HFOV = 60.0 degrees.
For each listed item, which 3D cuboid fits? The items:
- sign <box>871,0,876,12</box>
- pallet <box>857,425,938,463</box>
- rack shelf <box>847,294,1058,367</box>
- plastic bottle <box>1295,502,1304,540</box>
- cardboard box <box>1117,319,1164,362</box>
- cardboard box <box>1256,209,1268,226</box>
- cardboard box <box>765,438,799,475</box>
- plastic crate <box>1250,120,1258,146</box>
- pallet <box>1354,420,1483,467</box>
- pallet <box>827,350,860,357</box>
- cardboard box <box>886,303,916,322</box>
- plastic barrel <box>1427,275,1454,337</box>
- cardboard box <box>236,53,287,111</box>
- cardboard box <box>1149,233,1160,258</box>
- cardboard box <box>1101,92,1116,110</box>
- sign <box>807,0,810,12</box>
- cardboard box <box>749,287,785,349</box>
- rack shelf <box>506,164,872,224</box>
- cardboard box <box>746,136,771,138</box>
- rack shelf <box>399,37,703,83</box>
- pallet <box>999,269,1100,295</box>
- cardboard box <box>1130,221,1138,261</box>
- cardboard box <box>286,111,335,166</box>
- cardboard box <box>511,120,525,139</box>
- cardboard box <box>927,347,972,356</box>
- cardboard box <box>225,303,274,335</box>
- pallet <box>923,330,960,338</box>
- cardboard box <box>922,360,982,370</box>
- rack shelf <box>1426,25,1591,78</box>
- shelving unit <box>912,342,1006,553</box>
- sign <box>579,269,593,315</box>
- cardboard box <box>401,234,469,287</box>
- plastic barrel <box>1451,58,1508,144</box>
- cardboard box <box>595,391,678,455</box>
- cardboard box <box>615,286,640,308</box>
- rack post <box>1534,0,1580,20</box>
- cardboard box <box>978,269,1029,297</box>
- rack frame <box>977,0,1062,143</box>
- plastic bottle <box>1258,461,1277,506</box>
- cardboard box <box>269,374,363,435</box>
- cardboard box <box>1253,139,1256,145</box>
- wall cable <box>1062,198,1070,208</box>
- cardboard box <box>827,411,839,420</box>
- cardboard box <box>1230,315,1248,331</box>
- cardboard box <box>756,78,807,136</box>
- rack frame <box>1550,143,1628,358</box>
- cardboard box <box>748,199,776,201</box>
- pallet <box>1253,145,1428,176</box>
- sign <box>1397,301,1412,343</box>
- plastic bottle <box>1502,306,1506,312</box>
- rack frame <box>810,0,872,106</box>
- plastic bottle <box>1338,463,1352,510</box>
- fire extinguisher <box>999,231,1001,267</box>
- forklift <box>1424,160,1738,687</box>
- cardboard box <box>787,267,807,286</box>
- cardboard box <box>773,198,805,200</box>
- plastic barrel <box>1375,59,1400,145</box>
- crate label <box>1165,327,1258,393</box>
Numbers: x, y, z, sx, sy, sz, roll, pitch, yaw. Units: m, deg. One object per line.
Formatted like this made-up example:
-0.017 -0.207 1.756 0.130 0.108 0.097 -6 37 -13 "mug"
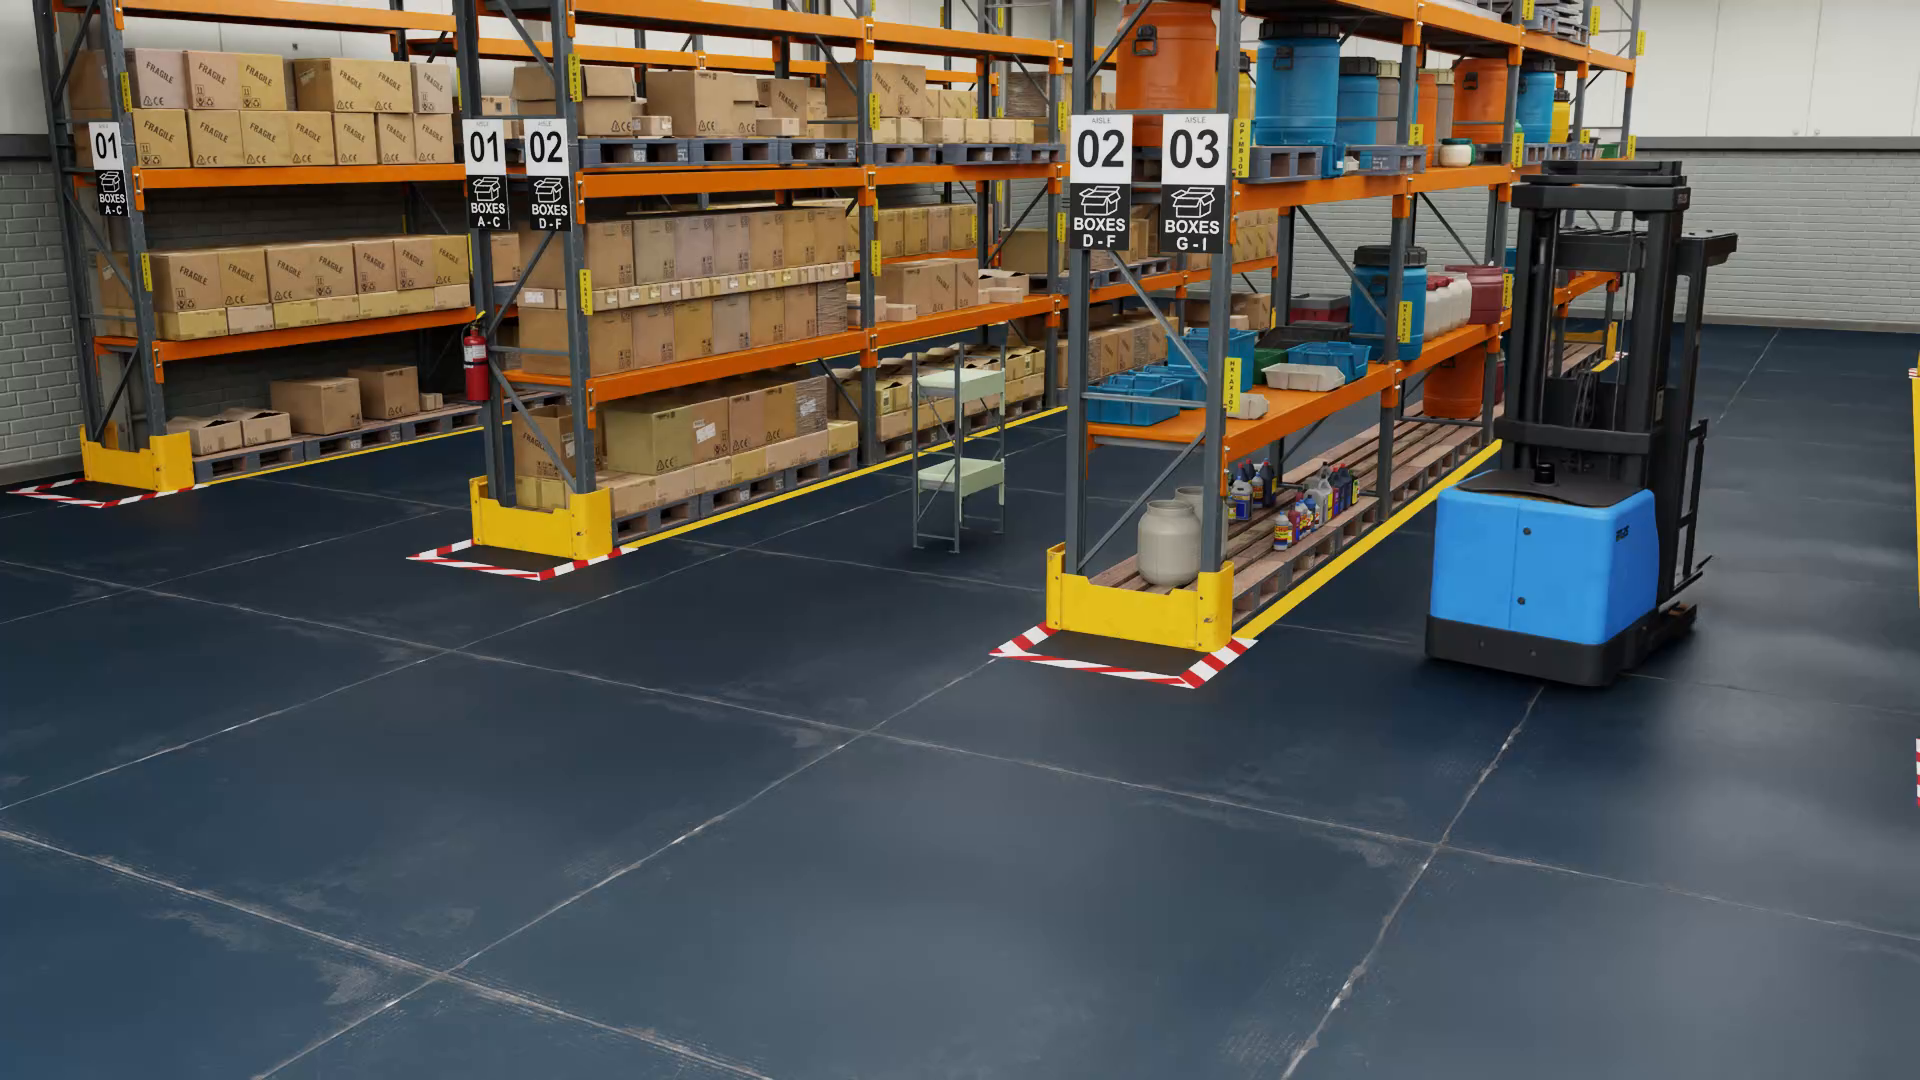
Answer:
-1.259 -7.780 23.941 0.100 0.325 0.005 7 15 28 "sign"
-0.947 -1.028 16.847 1.003 0.211 1.213 7 15 28 "pallet"
-0.302 -2.289 17.662 1.077 0.370 4.000 7 15 28 "rack shelf"
2.446 -0.140 12.097 0.097 0.271 0.097 0 14 0 "plastic bottle"
2.364 -2.634 21.953 0.500 0.500 0.500 7 15 28 "cardboard box"
4.314 -4.998 25.020 0.500 0.500 0.500 8 16 30 "cardboard box"
-1.781 -0.770 14.798 0.500 0.250 0.500 7 15 28 "cardboard box"
1.790 -2.721 11.555 0.392 0.384 0.575 7 15 28 "plastic crate"
4.590 -0.977 16.634 1.003 0.211 1.213 7 15 28 "pallet"
-2.047 -2.907 24.643 1.003 0.211 1.213 7 15 28 "pallet"
-0.662 -2.265 16.563 0.380 0.149 0.250 7 15 28 "cardboard box"
4.283 -2.143 15.232 0.433 0.535 0.433 0 14 0 "plastic barrel"
-6.618 -4.226 15.371 0.500 0.500 0.500 8 16 30 "cardboard box"
2.615 -4.050 23.218 0.500 0.500 0.500 8 16 29 "cardboard box"
1.648 -5.260 20.729 0.600 0.600 0.600 7 15 26 "cardboard box"
-2.214 -7.945 24.459 0.100 0.325 0.005 7 15 28 "sign"
-1.974 -1.973 14.606 0.700 0.500 0.500 8 16 29 "cardboard box"
-2.236 -2.926 13.906 1.077 0.370 4.000 7 15 28 "rack shelf"
-3.001 -5.663 22.569 0.700 0.500 0.500 8 16 31 "cardboard box"
-4.641 -5.571 19.330 1.077 0.370 4.000 7 15 28 "rack shelf"
0.931 -3.102 19.912 1.213 0.211 1.003 7 15 28 "pallet"
1.896 -3.902 21.709 0.700 0.500 0.500 10 17 37 "cardboard box"
-6.382 -3.850 15.948 0.500 0.500 0.500 8 16 31 "cardboard box"
-4.975 -4.637 18.762 0.500 0.311 0.500 8 16 30 "cardboard box"
-0.092 -2.006 18.728 0.500 0.311 0.500 7 15 27 "cardboard box"
-6.789 -2.077 15.526 0.500 0.250 0.500 7 15 26 "cardboard box"
-0.715 -3.473 26.988 1.003 0.211 1.213 7 15 28 "pallet"
-0.109 -1.740 17.626 0.500 0.311 0.500 8 16 30 "cardboard box"
5.966 -5.269 18.078 1.077 0.370 4.000 7 15 28 "rack shelf"
-0.003 -0.728 12.852 0.431 1.500 0.755 7 15 28 "shelving unit"
-2.720 -1.803 12.095 0.100 0.325 0.005 7 15 28 "sign"
-5.565 -2.958 17.580 0.500 0.500 0.500 7 15 28 "cardboard box"
5.276 -4.474 16.979 0.600 0.830 0.708 7 15 28 "plastic barrel"
-2.734 -0.990 14.111 0.500 0.500 0.500 7 15 28 "cardboard box"
-2.700 -1.882 12.842 0.380 0.149 0.250 7 15 27 "cardboard box"
6.498 -6.018 18.956 0.937 0.300 0.954 7 15 27 "rack post"
0.450 -2.936 19.001 0.500 0.311 0.500 9 16 32 "cardboard box"
0.664 -5.965 18.576 1.000 3.000 0.127 7 15 28 "rack frame"
2.438 -0.457 13.243 0.144 0.351 0.185 7 15 28 "plastic bottle"
-6.454 -1.360 16.670 0.700 0.500 0.500 6 15 25 "cardboard box"
4.033 -5.735 24.340 0.500 0.250 0.500 7 15 28 "cardboard box"
3.241 -7.777 32.718 3.097 2.526 0.112 7 15 28 "wall cable"
-1.323 -1.213 16.637 0.500 0.250 0.500 7 15 27 "cardboard box"
3.999 -3.236 24.985 0.500 0.250 0.500 7 15 28 "cardboard box"
-1.744 -3.934 15.142 0.500 0.500 0.500 9 16 33 "cardboard box"
8.866 -4.128 23.756 1.000 3.000 0.127 7 15 28 "rack frame"
-2.676 -4.721 23.725 0.500 0.250 0.500 7 15 26 "cardboard box"
2.802 -2.873 12.555 1.213 0.211 1.003 7 15 28 "pallet"
3.541 -1.736 13.244 0.100 0.325 0.005 7 15 28 "sign"
5.690 -2.544 17.437 0.061 0.283 0.133 7 15 28 "plastic bottle"
-1.740 -7.346 24.305 1.000 3.000 0.127 7 15 28 "rack frame"
3.006 -0.427 13.120 0.144 0.351 0.185 7 15 27 "plastic bottle"
0.670 -5.010 28.376 0.296 0.674 0.183 7 15 28 "fire extinguisher"
4.076 -0.879 10.424 1.130 2.935 3.031 10 17 37 "forklift"
-1.585 -2.353 14.798 0.380 0.149 0.250 7 15 28 "cardboard box"
-2.438 -4.824 24.154 0.500 0.250 0.500 8 15 29 "cardboard box"
3.437 -3.631 14.225 0.600 0.901 0.600 0 14 0 "plastic barrel"
1.784 -1.271 11.829 0.502 0.435 0.616 7 15 28 "crate label"
